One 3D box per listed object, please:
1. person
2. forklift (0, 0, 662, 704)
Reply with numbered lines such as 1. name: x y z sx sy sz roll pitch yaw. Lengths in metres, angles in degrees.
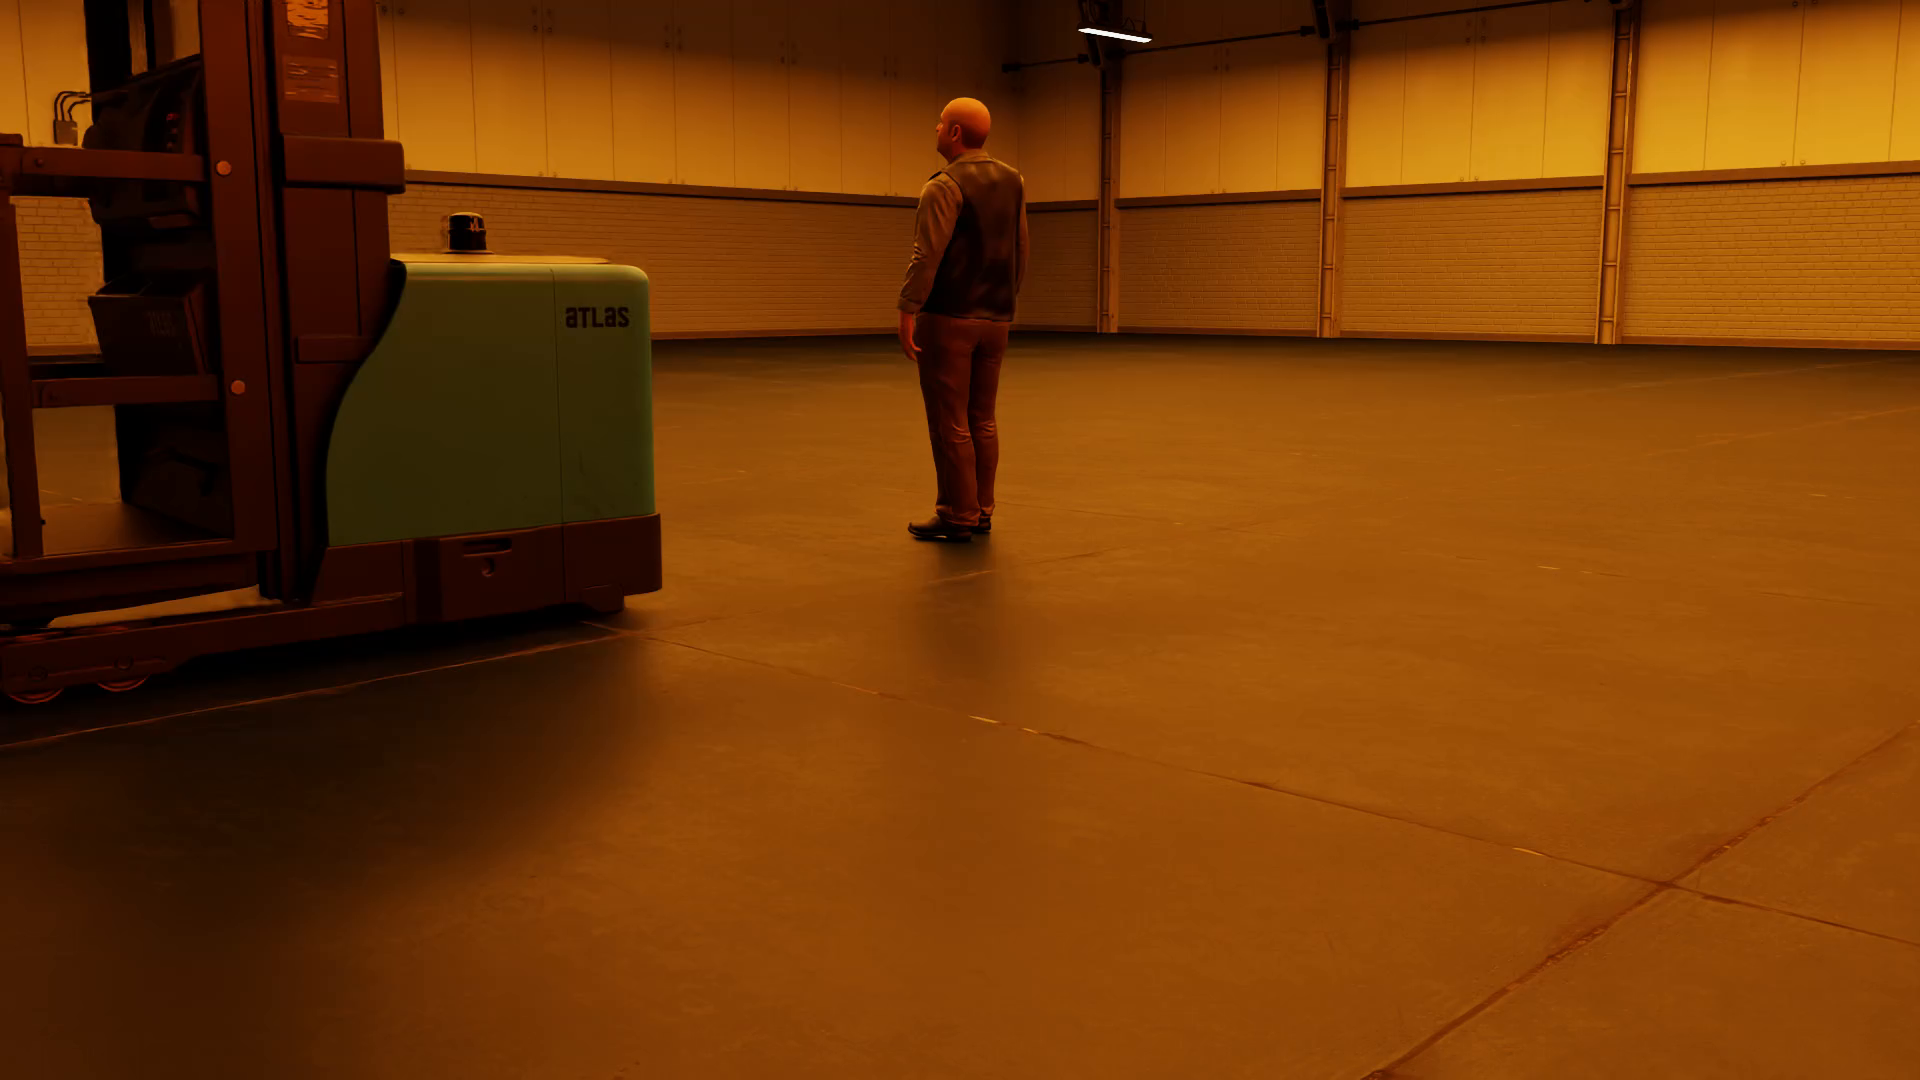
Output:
1. person: -0.040 -0.865 6.637 0.566 1.722 0.633 8 12 43
2. forklift: -2.384 -1.136 4.419 3.031 2.935 1.130 -7 11 -40
